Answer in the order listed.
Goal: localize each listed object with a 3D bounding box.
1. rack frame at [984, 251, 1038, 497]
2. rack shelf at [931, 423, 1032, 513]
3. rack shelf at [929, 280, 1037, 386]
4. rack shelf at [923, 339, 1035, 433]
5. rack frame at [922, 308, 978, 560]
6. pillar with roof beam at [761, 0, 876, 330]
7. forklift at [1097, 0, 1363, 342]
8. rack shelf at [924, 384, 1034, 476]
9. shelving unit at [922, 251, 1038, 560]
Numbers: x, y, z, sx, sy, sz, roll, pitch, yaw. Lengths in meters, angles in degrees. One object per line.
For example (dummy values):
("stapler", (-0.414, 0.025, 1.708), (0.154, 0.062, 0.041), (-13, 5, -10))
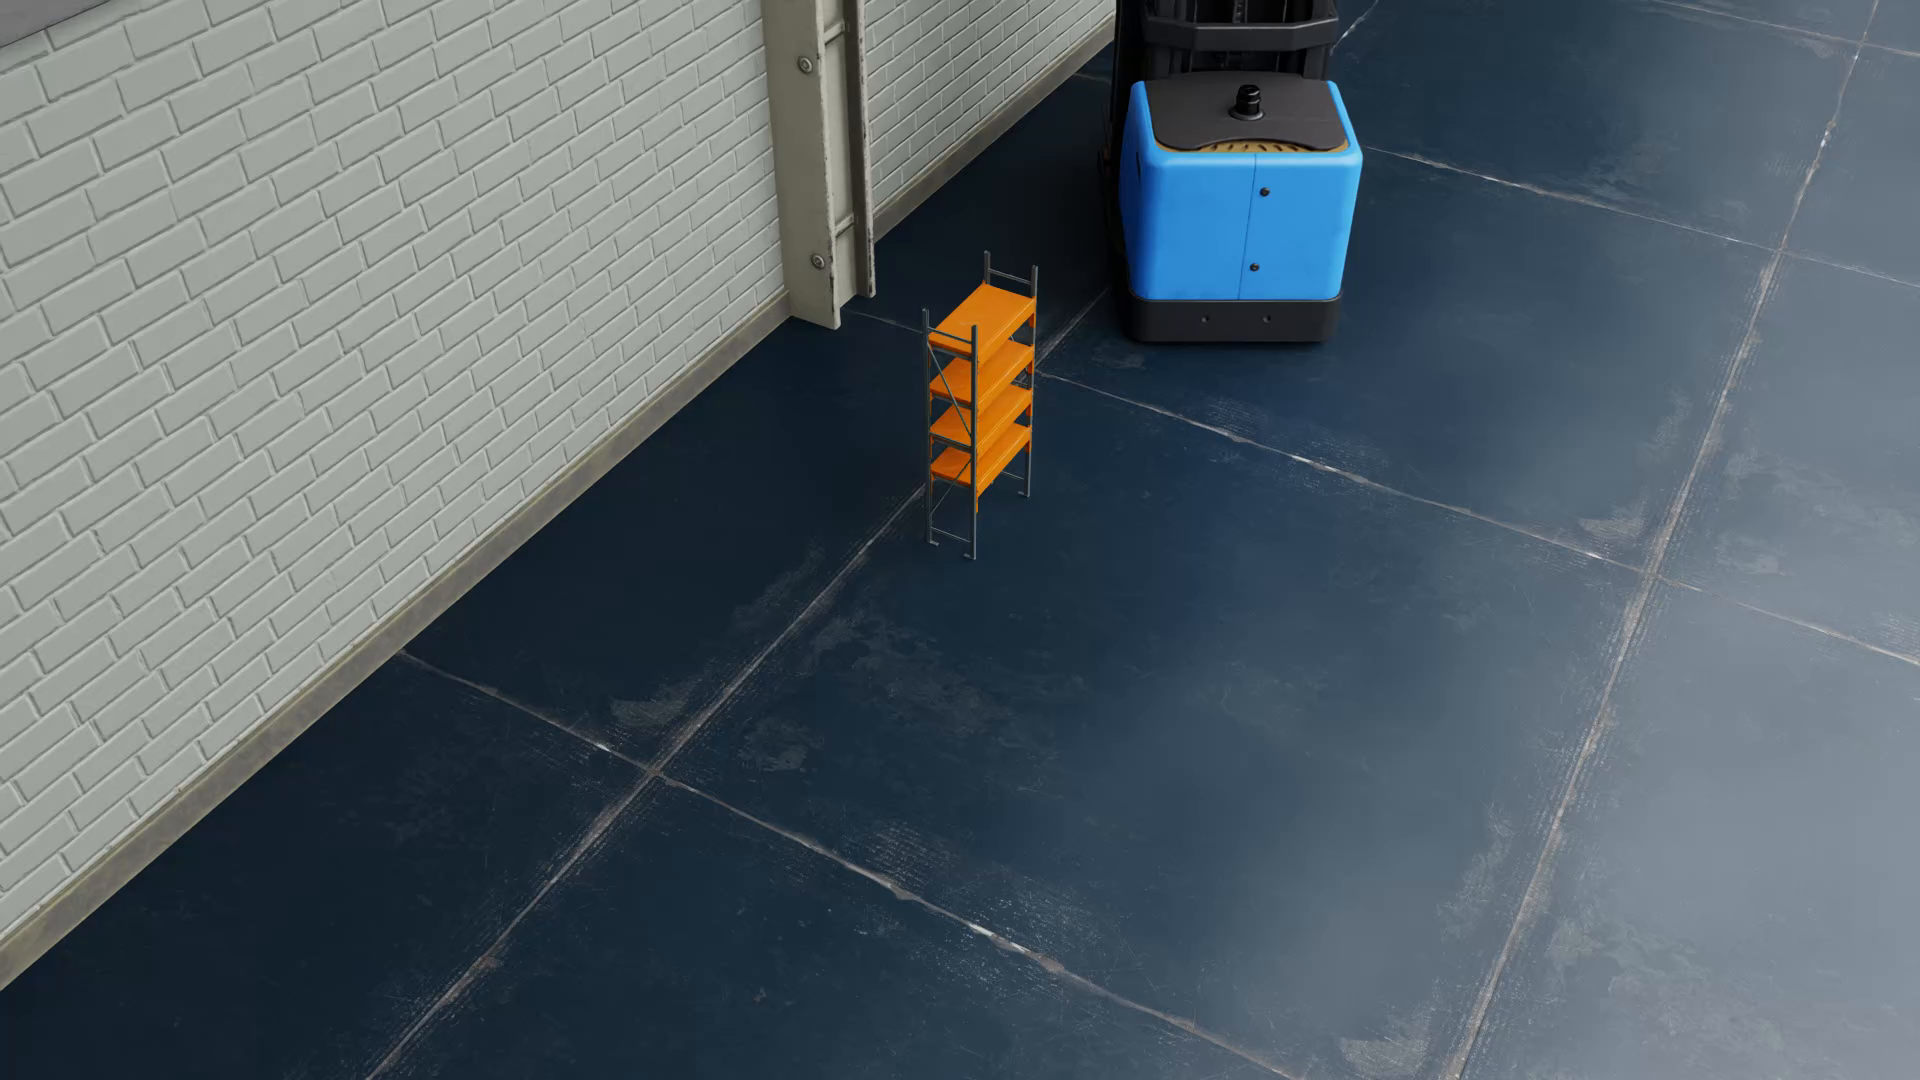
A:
("rack frame", (0.205, -0.685, 7.120), (0.240, 1.200, 0.015), (21, 45, 22))
("rack shelf", (0.083, -0.345, 7.137), (0.258, 0.148, 0.480), (21, 45, 22))
("rack shelf", (0.083, -0.840, 6.701), (0.258, 0.148, 0.480), (21, 45, 22))
("rack shelf", (0.083, -0.662, 6.858), (0.258, 0.148, 0.480), (21, 45, 22))
("rack frame", (-0.039, -0.405, 6.802), (0.240, 1.200, 0.015), (21, 45, 22))
("pillar with roof beam", (3.057, -3.187, 4.060), (9.100, 9.000, 0.400), (21, 45, 22))
("forklift", (1.358, -3.031, 8.474), (1.130, 2.935, 3.031), (0, 41, 0))
("rack shelf", (0.083, -0.495, 7.005), (0.258, 0.148, 0.480), (21, 45, 22))
("shelving unit", (0.083, -0.545, 6.961), (0.258, 1.200, 0.503), (21, 45, 22))
